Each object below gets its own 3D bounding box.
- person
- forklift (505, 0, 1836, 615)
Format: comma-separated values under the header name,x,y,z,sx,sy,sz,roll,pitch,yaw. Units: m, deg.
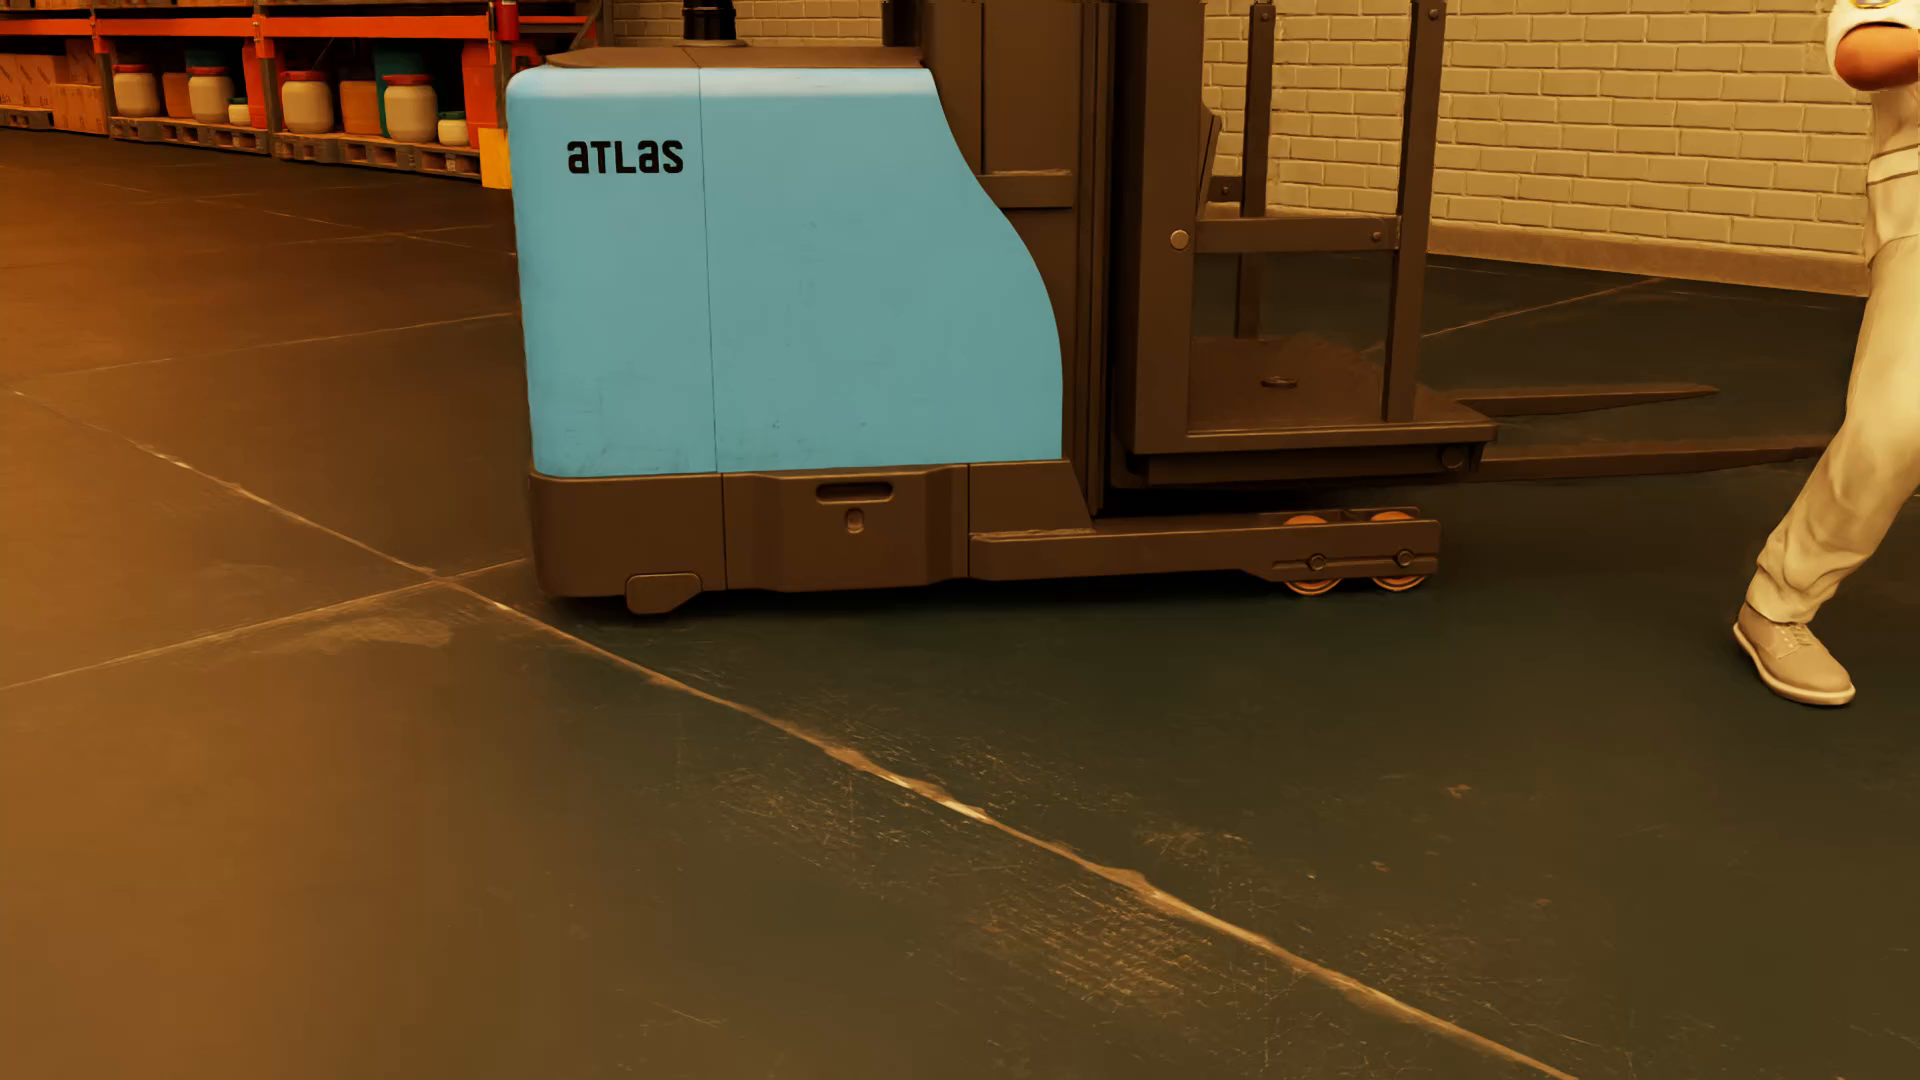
name,x,y,z,sx,sy,sz,roll,pitch,yaw
person,-18.266,-5.099,5.162,40.372,9.001,10.870,-1,17,-4
forklift,0.574,-1.436,3.576,3.031,2.935,1.130,-3,17,-9
